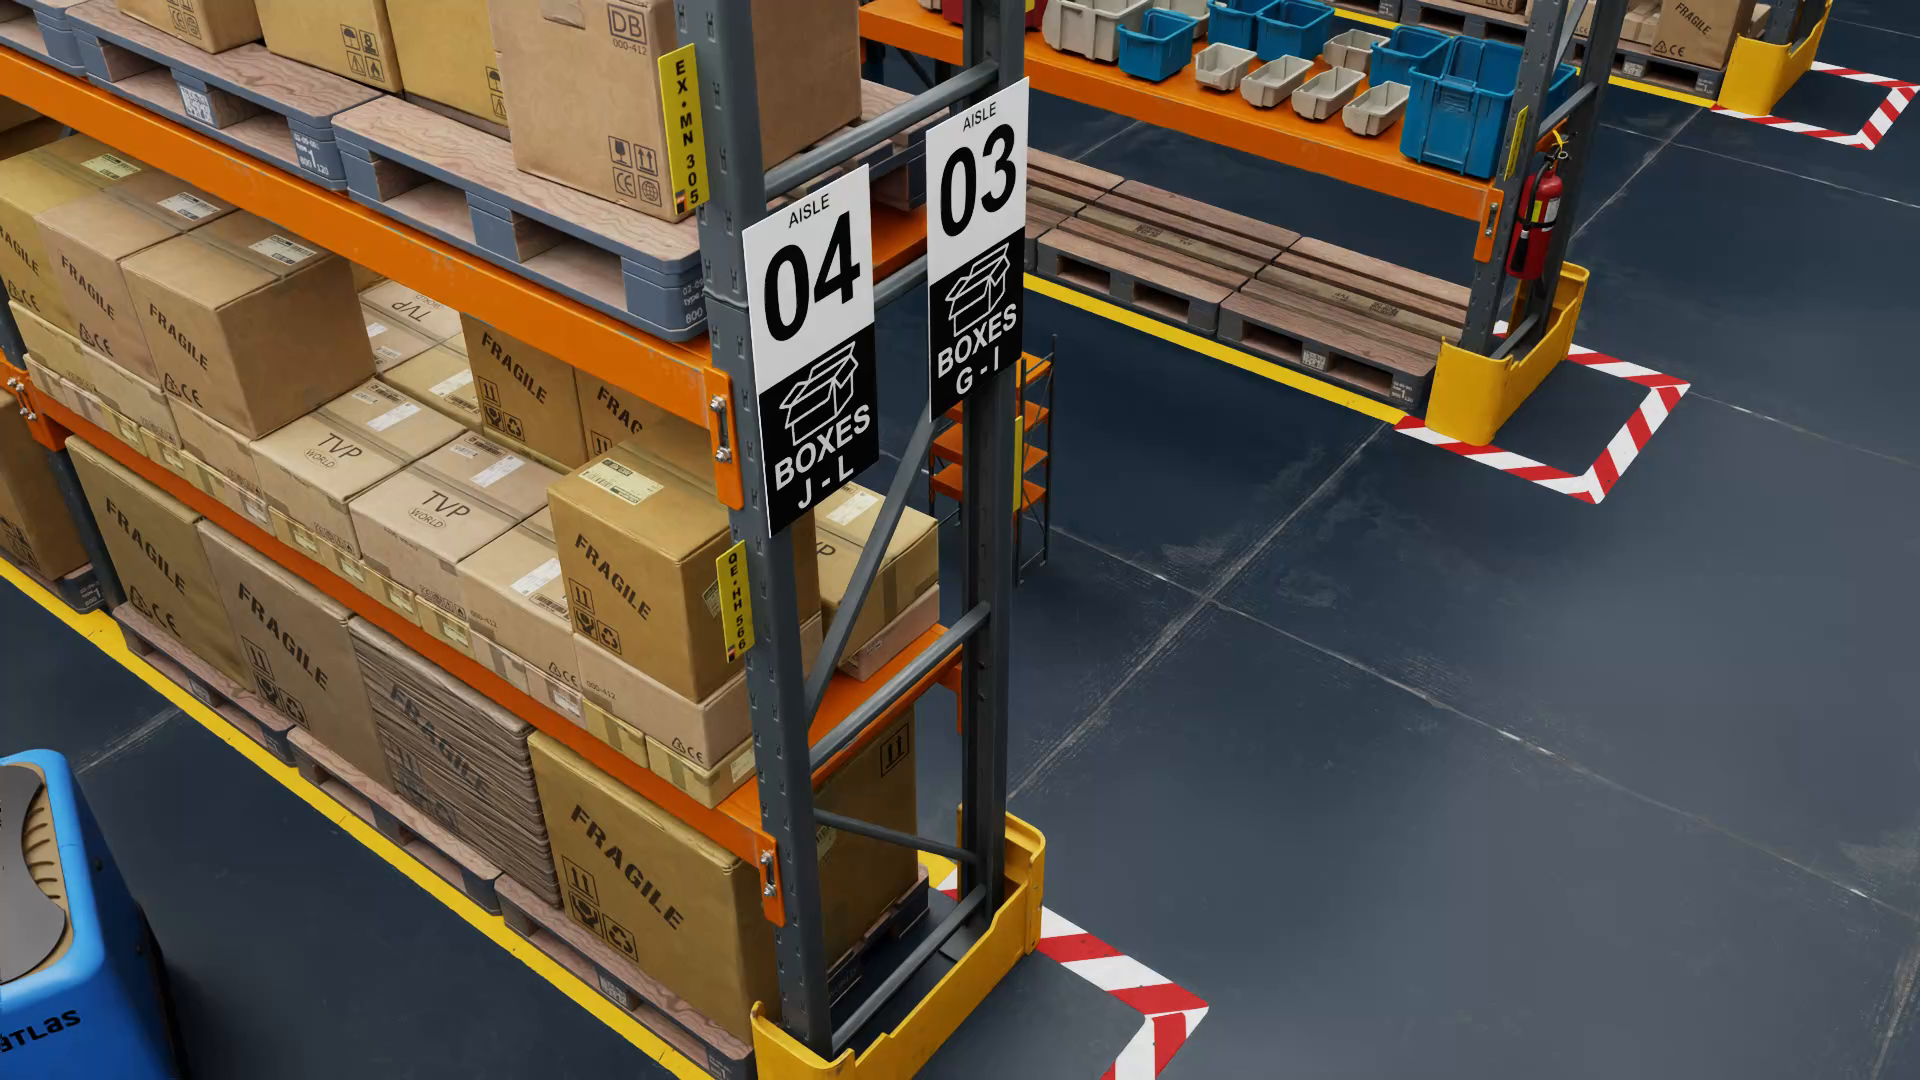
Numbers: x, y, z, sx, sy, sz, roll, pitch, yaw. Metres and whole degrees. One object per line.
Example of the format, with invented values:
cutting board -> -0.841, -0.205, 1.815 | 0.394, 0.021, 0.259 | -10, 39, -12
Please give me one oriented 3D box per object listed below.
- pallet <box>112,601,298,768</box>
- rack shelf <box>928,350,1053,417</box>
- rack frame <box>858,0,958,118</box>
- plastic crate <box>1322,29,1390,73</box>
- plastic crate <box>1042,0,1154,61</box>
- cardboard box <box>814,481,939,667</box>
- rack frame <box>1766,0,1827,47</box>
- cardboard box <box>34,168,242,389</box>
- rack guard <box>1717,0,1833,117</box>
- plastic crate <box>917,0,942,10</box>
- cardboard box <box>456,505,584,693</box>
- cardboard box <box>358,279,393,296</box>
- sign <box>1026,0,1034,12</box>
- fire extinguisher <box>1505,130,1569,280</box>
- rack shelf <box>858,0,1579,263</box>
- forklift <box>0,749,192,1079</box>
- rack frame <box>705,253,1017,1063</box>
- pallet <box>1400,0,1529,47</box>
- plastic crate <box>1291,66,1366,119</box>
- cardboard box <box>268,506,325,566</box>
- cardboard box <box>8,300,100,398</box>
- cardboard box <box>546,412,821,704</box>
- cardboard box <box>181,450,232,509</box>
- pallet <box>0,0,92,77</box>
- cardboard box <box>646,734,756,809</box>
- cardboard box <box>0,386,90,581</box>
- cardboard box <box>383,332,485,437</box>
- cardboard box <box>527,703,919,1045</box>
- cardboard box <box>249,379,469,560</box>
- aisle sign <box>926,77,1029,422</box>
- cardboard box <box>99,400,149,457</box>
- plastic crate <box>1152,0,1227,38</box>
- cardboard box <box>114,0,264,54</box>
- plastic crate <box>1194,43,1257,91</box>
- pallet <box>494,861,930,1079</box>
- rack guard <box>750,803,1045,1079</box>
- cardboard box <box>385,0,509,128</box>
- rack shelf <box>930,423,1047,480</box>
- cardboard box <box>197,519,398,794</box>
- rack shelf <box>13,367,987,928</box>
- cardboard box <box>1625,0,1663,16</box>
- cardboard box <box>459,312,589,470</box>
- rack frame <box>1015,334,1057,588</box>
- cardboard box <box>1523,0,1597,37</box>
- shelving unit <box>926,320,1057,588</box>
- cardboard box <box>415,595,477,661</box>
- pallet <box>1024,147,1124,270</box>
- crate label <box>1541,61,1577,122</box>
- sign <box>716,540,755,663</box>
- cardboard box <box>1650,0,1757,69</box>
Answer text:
pallet -> -2.816, 0.361, 7.117 | 1.213, 0.211, 1.003 | 25, 45, 29
rack shelf -> 0.131, -0.720, 7.059 | 0.480, 0.148, 0.258 | 25, 45, 29
rack frame -> -0.363, -3.485, 9.768 | 0.127, 3.000, 1.000 | 25, 45, 29
plastic crate -> 2.075, -2.575, 8.771 | 0.298, 0.136, 0.250 | 25, 45, 29
plastic crate -> 0.738, -2.800, 8.941 | 0.530, 0.282, 0.437 | 25, 45, 29
cardboard box -> -0.412, 0.068, 5.110 | 0.500, 0.250, 0.500 | 24, 44, 27
rack frame -> 5.826, -4.411, 10.951 | 0.127, 3.000, 1.000 | 25, 45, 29
cardboard box -> -2.761, -0.920, 5.764 | 0.500, 0.500, 0.500 | 25, 45, 29
rack guard -> 5.766, -3.455, 11.758 | 0.348, 0.500, 1.175 | 25, 45, 29
plastic crate -> -0.080, -3.161, 9.519 | 0.243, 0.136, 0.396 | 25, 45, 29
cardboard box -> -1.144, 0.138, 5.021 | 0.500, 0.250, 0.500 | 24, 44, 28
cardboard box -> -2.449, -0.889, 6.332 | 0.500, 0.250, 0.500 | 27, 45, 30
sign -> 0.147, -1.388, 3.883 | 0.005, 0.325, 0.100 | 25, 45, 29
fire extinguisher -> 2.658, -1.531, 7.637 | 0.183, 0.674, 0.296 | 25, 45, 29
rack shelf -> 1.226, -2.453, 9.033 | 4.000, 0.370, 1.077 | 25, 45, 29
forklift -> -3.890, 1.027, 4.060 | 3.031, 2.935, 1.130 | -19, 42, -23
rack frame -> -0.195, 0.438, 4.757 | 0.127, 3.000, 1.000 | 25, 45, 29
pallet -> 4.167, -4.097, 12.812 | 1.213, 0.211, 1.003 | 25, 45, 29
plastic crate -> 1.835, -2.239, 8.342 | 0.243, 0.136, 0.396 | 25, 45, 29
cardboard box -> -2.100, -0.104, 5.654 | 0.250, 0.149, 0.380 | 24, 44, 27
cardboard box -> -3.158, -0.814, 6.237 | 0.500, 0.250, 0.500 | 24, 44, 28
cardboard box -> -0.742, 0.031, 4.549 | 0.500, 0.500, 0.500 | 26, 45, 29
cardboard box -> -2.508, -0.297, 5.900 | 0.250, 0.149, 0.380 | 25, 44, 28
pallet -> -2.729, -1.895, 5.375 | 1.213, 0.211, 1.003 | 25, 45, 29
cardboard box -> -0.678, 0.565, 4.799 | 0.250, 0.149, 0.380 | 26, 45, 29
cardboard box -> -3.893, -0.619, 7.490 | 0.875, 0.875, 1.225 | 25, 45, 29
cardboard box -> -1.644, -0.506, 5.844 | 0.500, 0.250, 0.500 | 24, 44, 28
cardboard box -> -0.752, 0.909, 5.539 | 0.875, 0.875, 0.875 | 25, 45, 29
cardboard box -> -1.964, -0.245, 5.510 | 0.500, 0.250, 0.500 | 25, 45, 29
aisle sign -> 0.044, -0.705, 4.109 | 0.004, 0.787, 0.394 | 25, 45, 29
cardboard box -> -2.921, -0.491, 6.147 | 0.250, 0.149, 0.380 | 27, 45, 30
plastic crate -> 1.203, -2.900, 9.186 | 0.466, 0.136, 0.293 | 25, 45, 29
cardboard box -> -1.961, -1.753, 4.619 | 0.500, 0.500, 0.700 | 27, 46, 30
plastic crate -> 1.352, -2.433, 8.590 | 0.250, 0.136, 0.298 | 25, 45, 29
pallet -> -0.878, 1.275, 5.950 | 1.213, 0.211, 1.003 | 25, 45, 29
rack guard -> -0.176, 1.431, 5.516 | 0.348, 0.500, 1.175 | 25, 45, 29
cardboard box -> -1.014, -1.425, 4.201 | 0.500, 0.500, 0.700 | 24, 44, 27
rack shelf -> 0.131, -0.357, 7.342 | 0.480, 0.148, 0.258 | 25, 45, 29
cardboard box -> -2.182, 0.235, 6.400 | 0.875, 0.875, 0.875 | 25, 45, 29
rack shelf -> -1.784, -0.028, 5.936 | 4.000, 0.370, 1.077 | 25, 45, 29
cardboard box -> 5.170, -4.032, 12.340 | 0.500, 0.250, 0.500 | 25, 45, 29
cardboard box -> -1.224, -0.605, 5.362 | 0.500, 0.500, 0.500 | 24, 44, 27
rack frame -> 0.325, -0.319, 7.184 | 0.015, 1.200, 0.240 | 25, 45, 29
cardboard box -> 4.508, -3.955, 12.242 | 0.500, 0.250, 0.500 | 25, 45, 29
shelving unit -> 0.131, -0.410, 7.301 | 0.503, 1.200, 0.258 | 25, 45, 29
cardboard box -> -1.490, 0.183, 5.287 | 0.250, 0.149, 0.380 | 24, 44, 28
pallet -> 0.245, -2.131, 10.300 | 1.213, 0.211, 1.003 | 25, 45, 29
crate label -> 2.818, -2.198, 8.212 | 0.303, 0.233, 0.416 | 25, 45, 29
sign -> -0.536, 0.149, 3.994 | 0.005, 0.325, 0.100 | 25, 45, 29
cardboard box -> 5.245, -3.683, 11.692 | 0.500, 0.500, 0.500 | 25, 45, 29
